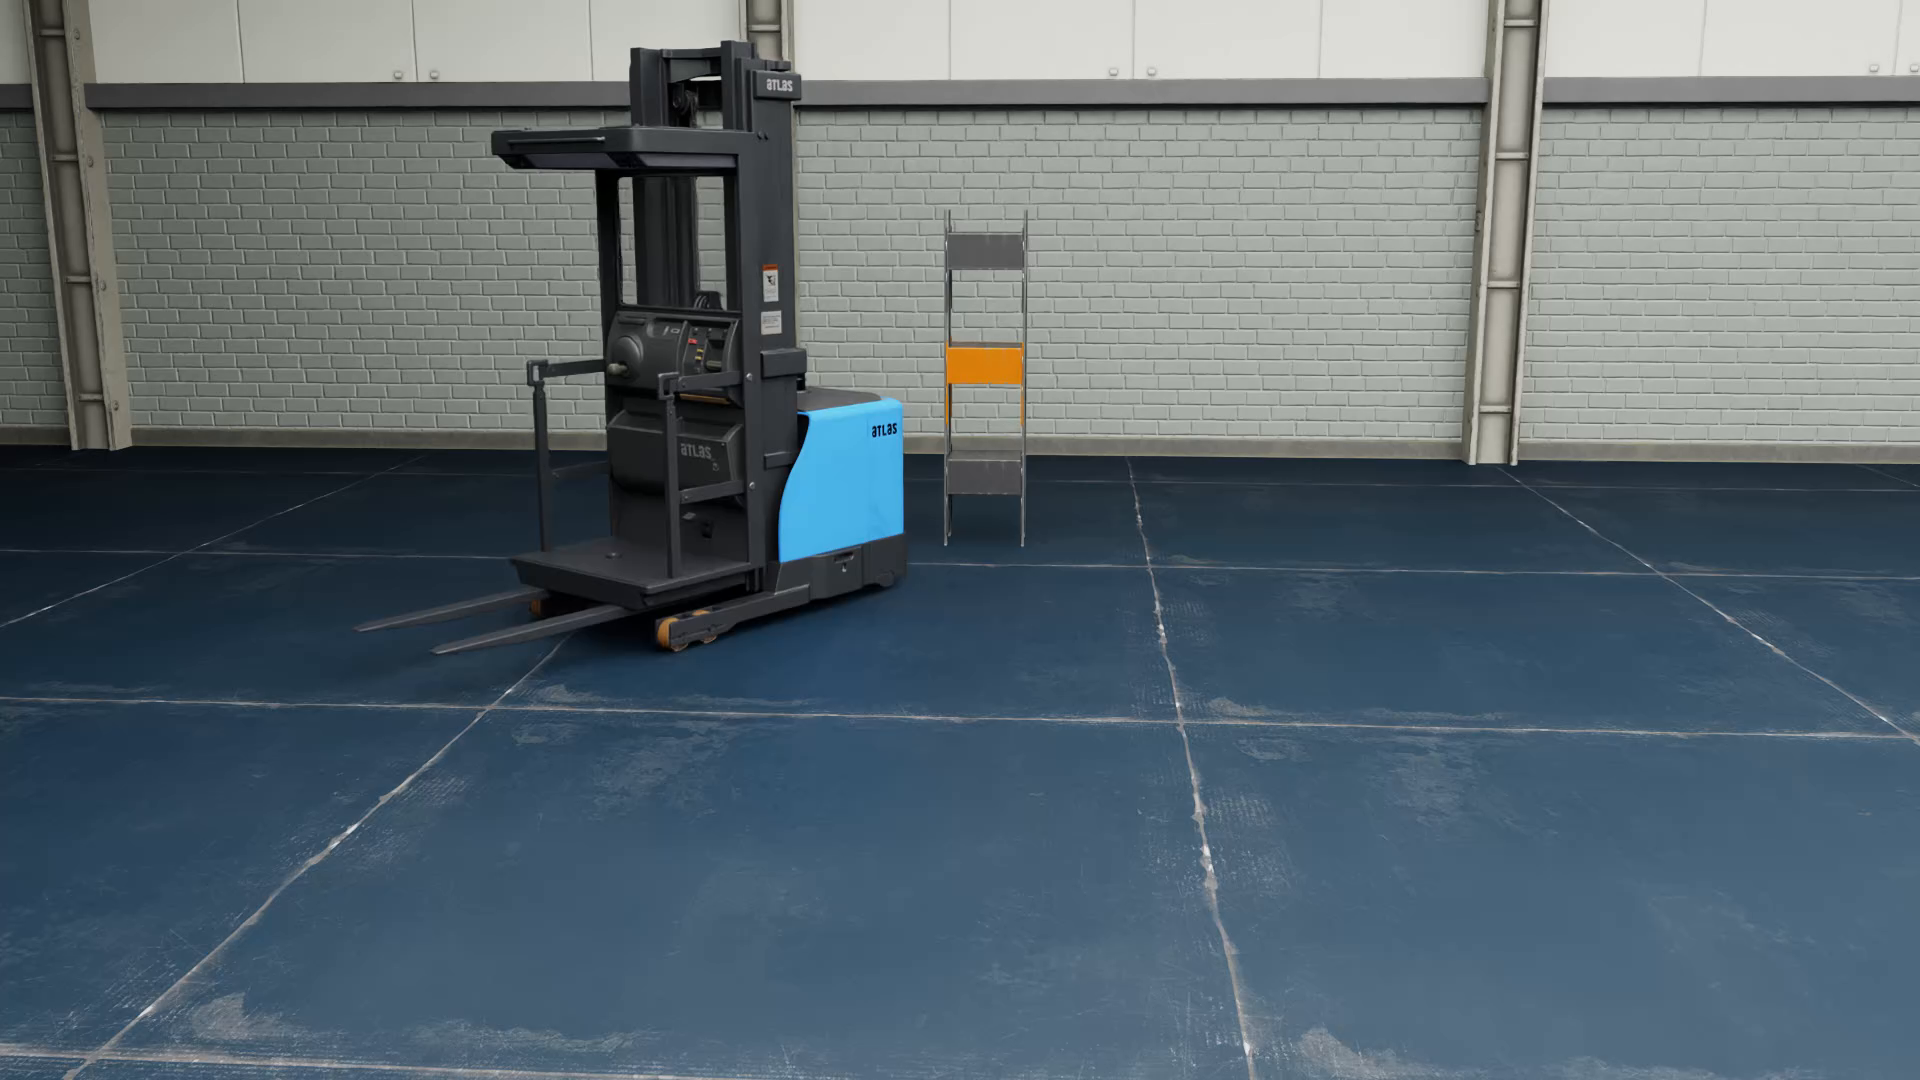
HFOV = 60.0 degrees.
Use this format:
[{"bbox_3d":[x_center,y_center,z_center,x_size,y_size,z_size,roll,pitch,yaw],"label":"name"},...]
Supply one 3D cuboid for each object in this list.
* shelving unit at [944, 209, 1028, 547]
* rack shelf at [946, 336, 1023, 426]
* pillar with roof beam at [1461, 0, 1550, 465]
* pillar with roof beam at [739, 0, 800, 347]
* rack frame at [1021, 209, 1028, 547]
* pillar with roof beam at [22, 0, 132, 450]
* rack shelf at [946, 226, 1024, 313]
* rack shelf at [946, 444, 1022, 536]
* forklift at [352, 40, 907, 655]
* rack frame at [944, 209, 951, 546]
[{"bbox_3d":[0.165,-1.025,10.542,0.503,2.100,0.431,1,12,4],"label":"shelving unit"},{"bbox_3d":[0.165,-1.012,10.545,0.480,0.518,0.431,1,12,4],"label":"rack shelf"},{"bbox_3d":[4.125,-4.177,8.758,0.400,9.000,9.100,1,12,4],"label":"pillar with roof beam"},{"bbox_3d":[-1.861,-4.259,9.150,0.400,9.000,9.100,1,12,4],"label":"pillar with roof beam"},{"bbox_3d":[0.409,-1.022,10.526,0.015,2.100,0.400,1,12,4],"label":"rack frame"},{"bbox_3d":[-7.848,-4.341,9.542,0.400,9.000,9.100,1,12,4],"label":"pillar with roof beam"},{"bbox_3d":[0.165,-1.697,10.402,0.480,0.518,0.431,1,12,4],"label":"rack shelf"},{"bbox_3d":[0.165,-0.327,10.688,0.480,0.518,0.431,1,12,4],"label":"rack shelf"},{"bbox_3d":[-1.616,-1.003,8.405,1.130,2.935,3.031,9,15,38],"label":"forklift"},{"bbox_3d":[-0.078,-1.029,10.558,0.015,2.100,0.400,1,12,4],"label":"rack frame"}]
